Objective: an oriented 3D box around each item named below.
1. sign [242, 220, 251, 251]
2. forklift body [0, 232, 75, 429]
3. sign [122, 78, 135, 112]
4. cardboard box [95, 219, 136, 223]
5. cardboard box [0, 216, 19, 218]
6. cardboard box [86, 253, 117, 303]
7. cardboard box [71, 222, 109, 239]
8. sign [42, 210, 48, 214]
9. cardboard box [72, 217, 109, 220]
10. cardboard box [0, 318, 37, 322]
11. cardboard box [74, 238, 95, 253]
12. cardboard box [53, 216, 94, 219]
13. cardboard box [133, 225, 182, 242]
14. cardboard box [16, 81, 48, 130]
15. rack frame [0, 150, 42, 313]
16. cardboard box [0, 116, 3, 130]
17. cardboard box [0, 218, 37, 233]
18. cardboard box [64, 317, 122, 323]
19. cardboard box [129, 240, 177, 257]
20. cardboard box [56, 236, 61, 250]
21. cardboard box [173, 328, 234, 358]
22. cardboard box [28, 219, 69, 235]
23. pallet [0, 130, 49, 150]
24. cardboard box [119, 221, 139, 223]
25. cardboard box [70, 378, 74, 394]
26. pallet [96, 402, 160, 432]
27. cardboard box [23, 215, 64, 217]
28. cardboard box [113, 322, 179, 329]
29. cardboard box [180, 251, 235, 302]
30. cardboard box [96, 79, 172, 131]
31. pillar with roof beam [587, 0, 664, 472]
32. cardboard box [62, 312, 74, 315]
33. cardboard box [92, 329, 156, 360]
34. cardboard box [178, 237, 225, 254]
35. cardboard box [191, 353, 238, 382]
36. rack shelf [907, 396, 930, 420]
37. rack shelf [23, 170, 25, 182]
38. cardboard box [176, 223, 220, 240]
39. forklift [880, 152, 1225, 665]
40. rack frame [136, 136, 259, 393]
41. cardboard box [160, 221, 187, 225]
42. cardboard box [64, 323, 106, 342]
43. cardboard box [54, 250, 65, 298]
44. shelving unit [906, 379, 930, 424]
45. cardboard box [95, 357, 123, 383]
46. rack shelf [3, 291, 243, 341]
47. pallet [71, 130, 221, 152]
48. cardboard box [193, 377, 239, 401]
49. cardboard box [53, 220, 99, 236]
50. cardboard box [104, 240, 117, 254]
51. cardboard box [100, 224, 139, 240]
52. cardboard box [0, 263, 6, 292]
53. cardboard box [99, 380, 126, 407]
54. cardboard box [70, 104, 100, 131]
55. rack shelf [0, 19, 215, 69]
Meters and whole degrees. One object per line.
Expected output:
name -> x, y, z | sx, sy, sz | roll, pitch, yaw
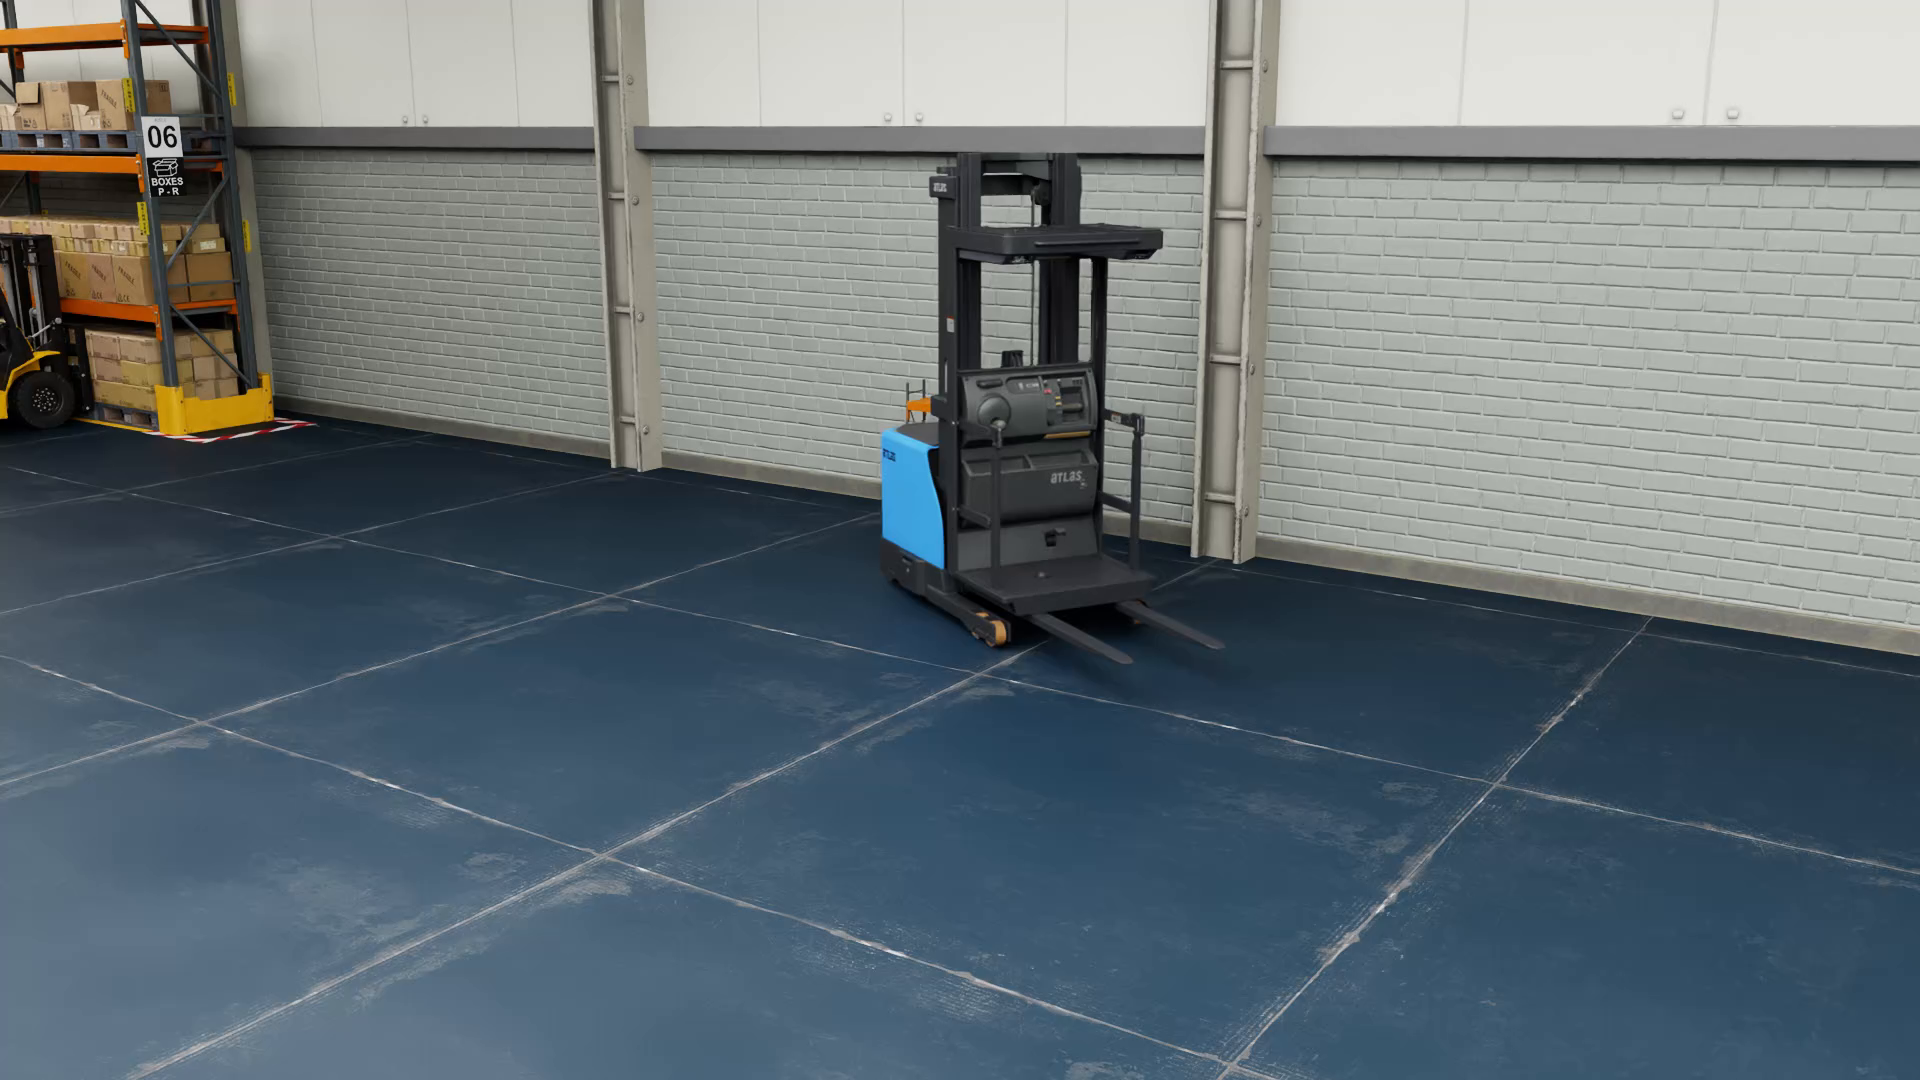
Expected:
sign -> -7.612, -3.242, 17.713 | 0.005, 0.325, 0.100 | 9, 17, 33
forklift body -> -10.518, -2.152, 17.042 | 1.214, 2.155, 2.313 | 9, 17, 33
sign -> -8.241, -4.415, 16.496 | 0.005, 0.325, 0.100 | 9, 17, 33
cardboard box -> -9.353, -3.482, 18.472 | 0.250, 0.149, 0.380 | 9, 17, 33
cardboard box -> -10.869, -3.603, 18.957 | 0.250, 0.149, 0.380 | 9, 17, 34
cardboard box -> -8.907, -2.808, 17.714 | 0.500, 0.500, 0.500 | 10, 17, 35
cardboard box -> -9.239, -3.305, 17.756 | 0.250, 0.149, 0.380 | 10, 17, 34
sign -> -10.937, -3.780, 19.884 | 0.005, 0.325, 0.100 | 9, 17, 33
cardboard box -> -9.767, -3.557, 18.774 | 0.250, 0.149, 0.380 | 9, 16, 32
cardboard box -> -10.601, -2.367, 18.909 | 0.500, 0.250, 0.500 | 9, 17, 33
cardboard box -> -9.227, -3.165, 17.809 | 0.250, 0.149, 0.380 | 9, 16, 31
cardboard box -> -10.157, -3.640, 19.107 | 0.250, 0.149, 0.380 | 9, 16, 32
cardboard box -> -8.341, -3.188, 17.281 | 0.250, 0.149, 0.380 | 9, 17, 33
cardboard box -> -9.688, -4.687, 17.974 | 0.637, 0.503, 0.797 | 10, 17, 35
rack frame -> -11.245, -3.210, 19.549 | 0.127, 3.000, 1.000 | 9, 17, 33
cardboard box -> -10.405, -4.573, 18.253 | 0.250, 0.149, 0.380 | 10, 17, 34
cardboard box -> -10.506, -3.512, 18.590 | 0.250, 0.149, 0.380 | 10, 17, 34
cardboard box -> -9.888, -2.402, 19.051 | 0.500, 0.250, 0.500 | 9, 17, 33
cardboard box -> -8.370, -3.028, 17.255 | 0.250, 0.149, 0.380 | 9, 17, 34
cardboard box -> -9.605, -3.247, 18.138 | 0.250, 0.149, 0.380 | 9, 17, 32
cardboard box -> -8.220, -2.131, 17.955 | 0.500, 0.250, 0.500 | 9, 16, 32
cardboard box -> -10.033, -3.459, 18.378 | 0.250, 0.149, 0.380 | 9, 17, 33
pallet -> -10.523, -4.514, 18.758 | 1.213, 0.211, 1.003 | 9, 17, 33
cardboard box -> -8.941, -3.410, 18.180 | 0.250, 0.149, 0.380 | 10, 17, 35
cardboard box -> -9.754, -1.746, 18.481 | 0.500, 0.250, 0.500 | 10, 17, 35
pallet -> -8.584, -1.415, 18.098 | 1.213, 0.211, 1.003 | 9, 17, 33
cardboard box -> -10.627, -3.694, 19.325 | 0.250, 0.149, 0.380 | 9, 16, 31
cardboard box -> -9.045, -2.266, 18.502 | 0.500, 0.250, 0.500 | 9, 17, 32
cardboard box -> -8.182, -2.844, 17.863 | 0.500, 0.500, 0.500 | 10, 17, 35
cardboard box -> -8.430, -4.442, 16.991 | 0.500, 0.500, 0.500 | 10, 17, 35
pillar with roof beam -> -5.425, -4.196, 11.047 | 0.400, 9.000, 9.100 | 9, 17, 33
cardboard box -> -10.729, -2.537, 19.598 | 0.500, 0.250, 0.500 | 10, 17, 34
cardboard box -> -8.910, -2.095, 17.812 | 0.500, 0.250, 0.500 | 10, 17, 34
cardboard box -> -8.063, -3.135, 17.685 | 0.250, 0.149, 0.380 | 9, 16, 31
cardboard box -> -8.201, -1.890, 18.024 | 0.500, 0.250, 0.500 | 10, 17, 34
rack shelf -> -0.137, -0.986, 12.674 | 0.480, 0.148, 0.258 | 9, 17, 33
rack shelf -> -12.905, -4.585, 20.359 | 4.000, 0.370, 1.077 | 9, 17, 33
cardboard box -> -8.086, -3.269, 17.611 | 0.250, 0.149, 0.380 | 9, 16, 32
forklift -> 0.542, -0.888, 10.309 | 1.130, 2.935, 3.031 | -7, 15, -25
rack frame -> -7.926, -2.674, 17.382 | 0.127, 3.000, 1.000 | 9, 17, 33
cardboard box -> -8.511, -3.344, 17.911 | 0.250, 0.149, 0.380 | 10, 17, 34
cardboard box -> -9.750, -2.230, 18.358 | 0.500, 0.250, 0.500 | 9, 16, 32
cardboard box -> -9.755, -2.941, 18.255 | 0.500, 0.500, 0.500 | 9, 17, 33
shelving unit -> -0.137, -0.605, 12.769 | 0.503, 1.200, 0.258 | 9, 17, 33
cardboard box -> -8.915, -1.858, 17.895 | 0.500, 0.250, 0.500 | 9, 17, 32
rack shelf -> -9.586, -2.593, 18.552 | 4.000, 0.370, 1.077 | 9, 17, 33
pallet -> -8.499, -4.187, 17.437 | 1.213, 0.211, 1.003 | 9, 17, 33
cardboard box -> -8.225, -1.648, 18.086 | 0.500, 0.250, 0.500 | 9, 17, 33
cardboard box -> -9.617, -3.392, 18.107 | 0.250, 0.149, 0.380 | 9, 17, 34
cardboard box -> -8.780, -3.103, 17.559 | 0.250, 0.149, 0.380 | 10, 17, 34
cardboard box -> -8.795, -3.244, 17.510 | 0.250, 0.149, 0.380 | 10, 17, 34
cardboard box -> -10.582, -3.081, 18.818 | 0.500, 0.500, 0.500 | 10, 17, 34
cardboard box -> -8.900, -1.612, 17.940 | 0.500, 0.250, 0.500 | 9, 17, 33
cardboard box -> -8.994, -4.402, 17.317 | 0.258, 0.266, 0.396 | 9, 17, 33
rack shelf -> -9.586, -5.311, 17.880 | 4.000, 0.370, 1.077 | 9, 17, 33
